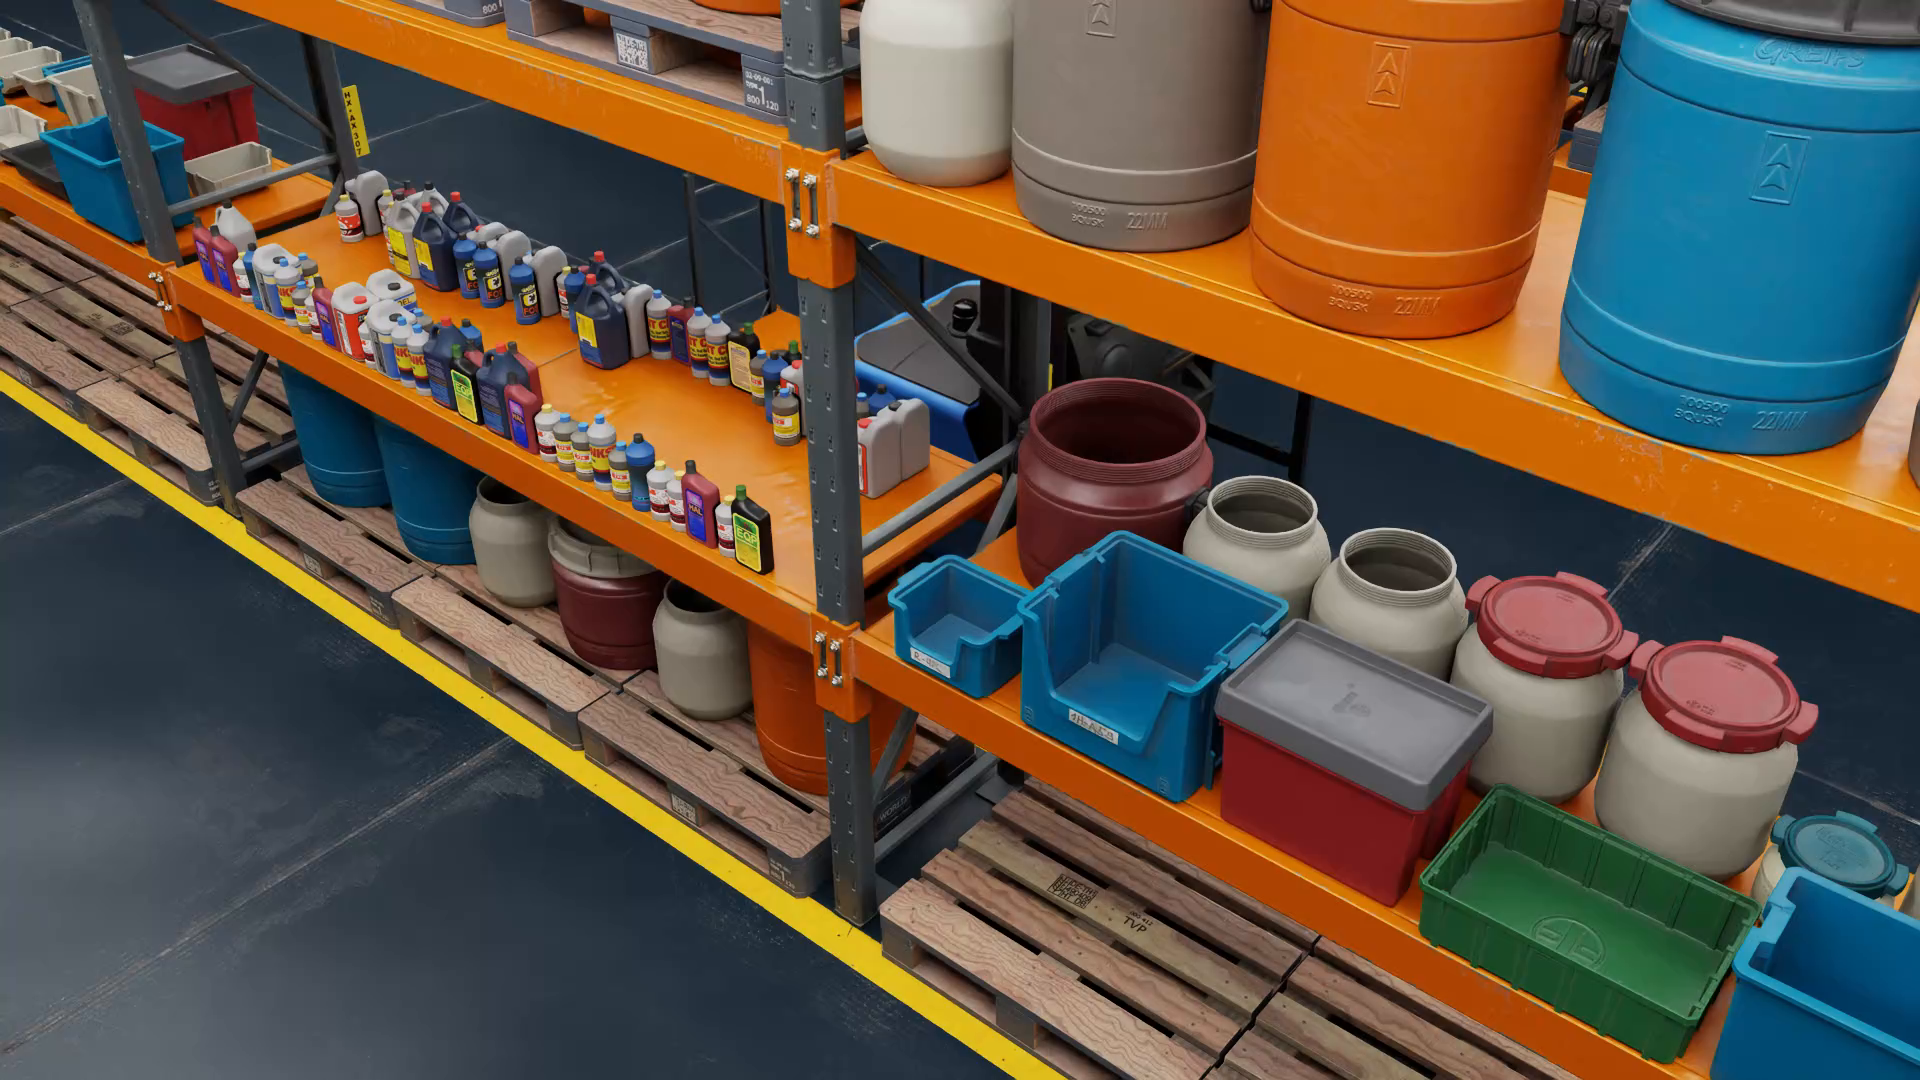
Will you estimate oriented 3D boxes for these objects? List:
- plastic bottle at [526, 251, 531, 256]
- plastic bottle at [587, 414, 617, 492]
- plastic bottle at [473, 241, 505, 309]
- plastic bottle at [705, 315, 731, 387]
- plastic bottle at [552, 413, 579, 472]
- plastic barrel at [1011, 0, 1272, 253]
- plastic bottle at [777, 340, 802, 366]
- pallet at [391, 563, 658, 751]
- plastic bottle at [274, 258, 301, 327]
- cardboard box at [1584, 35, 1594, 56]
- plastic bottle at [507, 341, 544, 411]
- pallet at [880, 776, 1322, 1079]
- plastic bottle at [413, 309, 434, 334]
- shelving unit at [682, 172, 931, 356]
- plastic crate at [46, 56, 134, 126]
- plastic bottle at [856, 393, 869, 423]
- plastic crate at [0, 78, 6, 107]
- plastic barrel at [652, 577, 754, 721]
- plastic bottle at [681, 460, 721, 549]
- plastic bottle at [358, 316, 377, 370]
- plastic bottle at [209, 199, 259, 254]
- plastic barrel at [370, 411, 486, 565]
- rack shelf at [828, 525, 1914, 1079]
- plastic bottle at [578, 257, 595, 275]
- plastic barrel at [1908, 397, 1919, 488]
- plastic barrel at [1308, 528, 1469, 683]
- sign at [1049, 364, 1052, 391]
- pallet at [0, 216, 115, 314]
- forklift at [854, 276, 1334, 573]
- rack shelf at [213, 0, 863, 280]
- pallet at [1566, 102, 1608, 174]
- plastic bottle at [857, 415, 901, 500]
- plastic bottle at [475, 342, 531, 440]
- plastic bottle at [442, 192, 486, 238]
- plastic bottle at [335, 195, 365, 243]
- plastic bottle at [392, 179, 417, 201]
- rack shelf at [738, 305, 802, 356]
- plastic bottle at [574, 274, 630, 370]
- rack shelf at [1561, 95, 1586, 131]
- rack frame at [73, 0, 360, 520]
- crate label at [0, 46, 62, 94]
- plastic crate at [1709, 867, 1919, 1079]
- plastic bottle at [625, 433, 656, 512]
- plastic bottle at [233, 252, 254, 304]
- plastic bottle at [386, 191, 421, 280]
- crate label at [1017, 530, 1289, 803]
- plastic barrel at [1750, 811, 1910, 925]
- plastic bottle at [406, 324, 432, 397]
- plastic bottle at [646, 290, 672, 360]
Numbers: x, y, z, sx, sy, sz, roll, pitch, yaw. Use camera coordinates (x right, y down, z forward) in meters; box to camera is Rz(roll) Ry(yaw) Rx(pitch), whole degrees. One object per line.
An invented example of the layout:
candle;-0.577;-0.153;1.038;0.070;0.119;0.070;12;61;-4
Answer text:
plastic bottle;-1.759;-1.093;6.868;0.097;0.201;0.097;0;34;0
plastic bottle;-1.211;-0.304;5.657;0.097;0.271;0.097;0;34;0
plastic bottle;-1.931;-1.091;6.803;0.097;0.271;0.097;0;34;0
plastic bottle;-0.906;-0.720;6.262;0.097;0.271;0.097;0;34;0
plastic bottle;-1.360;-0.346;5.780;0.097;0.201;0.097;0;34;0
plastic barrel;0.419;-1.173;3.716;0.600;0.901;0.600;0;34;0
plastic bottle;-0.628;-0.607;6.088;0.133;0.283;0.061;25;42;32
pallet;-1.639;0.318;7.101;1.213;0.211;1.003;25;42;32
plastic bottle;-2.683;-0.998;6.667;0.097;0.271;0.097;0;34;0
cardboard box;4.860;-4.040;12.820;0.500;0.500;0.500;23;41;30
plastic bottle;-1.585;-0.579;6.046;0.133;0.283;0.061;25;42;32
pallet;0.497;1.325;5.634;1.213;0.211;1.003;25;42;32
plastic bottle;-2.080;-0.797;6.437;0.097;0.201;0.097;0;34;0
shelving unit;-0.701;-0.952;7.811;1.083;1.500;0.587;25;42;32
plastic crate;-4.203;-2.180;8.326;0.530;0.282;0.437;25;42;32
plastic bottle;-0.346;-0.427;5.897;0.097;0.201;0.097;0;34;0
plastic crate;-5.000;-2.157;8.336;0.300;0.233;0.416;25;42;32
plastic barrel;-0.951;0.395;6.352;0.421;0.512;0.421;0;34;0
plastic bottle;-0.835;-0.119;5.376;0.133;0.283;0.061;25;42;32
plastic bottle;-2.252;-0.766;6.392;0.097;0.201;0.097;0;34;0
plastic bottle;-3.053;-1.267;6.990;0.185;0.351;0.144;25;42;32
plastic barrel;-2.196;-0.418;7.192;0.708;0.901;0.600;25;42;32
rack shelf;1.464;0.899;4.427;4.000;0.370;1.077;25;42;32
plastic bottle;-1.481;-1.009;6.673;0.133;0.283;0.061;25;42;32
plastic barrel;1.968;-0.443;2.653;0.600;0.901;0.600;0;34;0
plastic barrel;1.178;0.264;4.617;0.421;0.512;0.421;0;34;0
sign;0.273;-0.431;5.584;0.005;0.325;0.100;25;42;32
pallet;-5.613;-1.555;9.827;1.213;0.211;1.003;25;42;32
forklift;0.878;-0.790;6.312;3.031;2.935;1.130;25;42;32
rack shelf;-1.610;-1.786;5.687;4.000;0.370;1.077;25;42;32
pallet;3.712;-1.986;8.162;1.003;0.211;1.213;25;42;32
plastic bottle;-0.296;-0.302;5.650;0.135;0.276;0.152;25;42;32
plastic bottle;-1.631;-0.552;5.948;0.185;0.351;0.144;25;42;32
plastic bottle;-2.090;-1.293;7.027;0.185;0.351;0.144;25;42;32
plastic bottle;-2.703;-1.426;7.352;0.097;0.201;0.097;0;34;0
plastic bottle;-2.431;-1.457;7.325;0.133;0.283;0.061;25;42;32
rack shelf;-0.694;-0.800;7.908;1.000;0.185;0.538;25;42;32
plastic bottle;-1.379;-0.846;6.376;0.185;0.351;0.144;25;42;32
rack shelf;1.559;-2.705;9.674;4.000;0.370;1.077;25;42;32
rack frame;-3.147;-1.571;7.388;0.127;3.000;1.000;25;42;32
crate label;-5.036;-2.518;8.946;0.243;0.136;0.396;25;42;32
plastic crate;1.954;1.069;3.558;0.575;0.384;0.392;25;42;32
plastic bottle;-1.061;-0.234;5.554;0.097;0.271;0.097;0;34;0
plastic bottle;-2.936;-1.088;6.861;0.097;0.201;0.097;0;34;0
plastic bottle;-2.324;-1.297;7.033;0.185;0.351;0.144;25;42;32
crate label;0.517;0.341;4.573;0.616;0.435;0.502;25;42;32
plastic barrel;2.082;0.838;4.003;0.301;0.262;0.301;0;34;0
plastic bottle;-1.999;-0.676;6.198;0.097;0.271;0.097;0;34;0
plastic bottle;-1.158;-0.839;6.435;0.097;0.271;0.097;0;34;0
